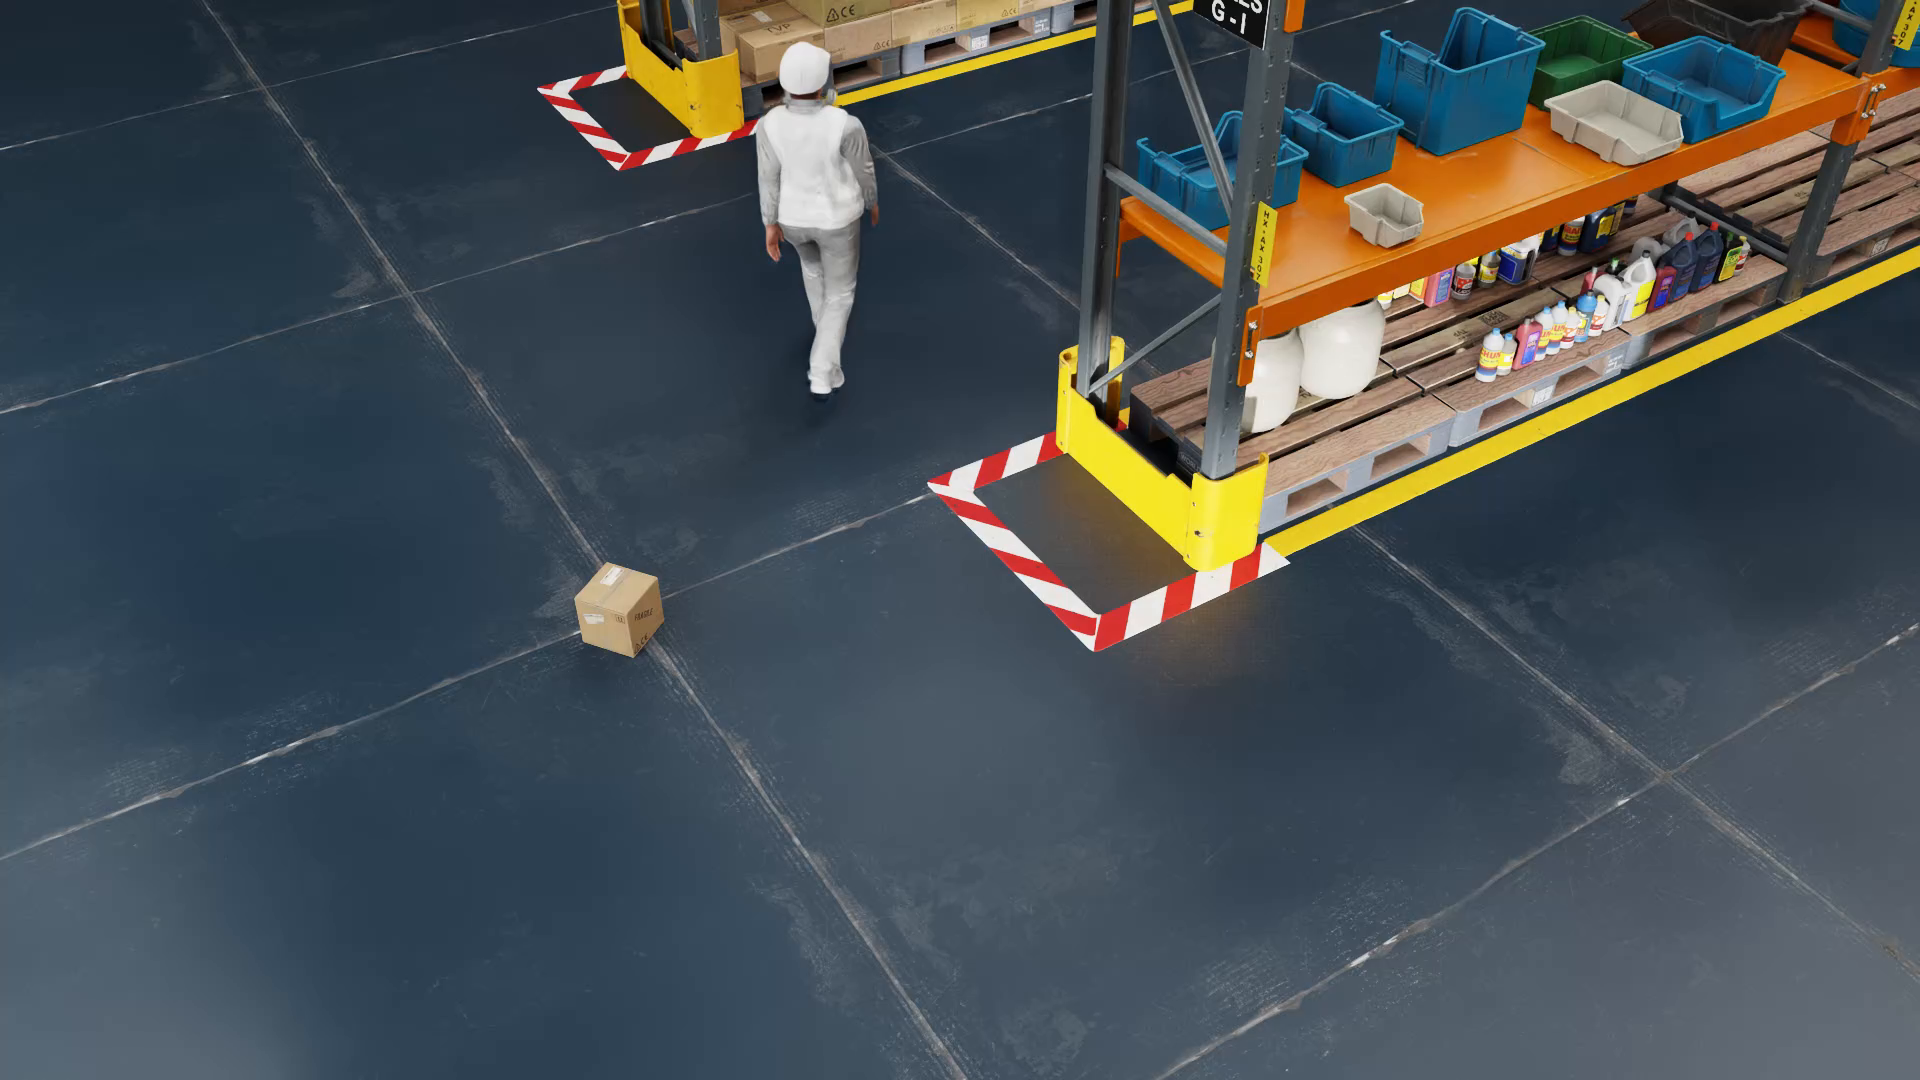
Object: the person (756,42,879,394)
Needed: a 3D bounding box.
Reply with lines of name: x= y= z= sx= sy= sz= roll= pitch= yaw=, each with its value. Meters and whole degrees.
person: x=-0.665 y=-1.582 z=7.992 sx=0.539 sy=1.733 sz=0.969 roll=9 pitch=41 yaw=10
